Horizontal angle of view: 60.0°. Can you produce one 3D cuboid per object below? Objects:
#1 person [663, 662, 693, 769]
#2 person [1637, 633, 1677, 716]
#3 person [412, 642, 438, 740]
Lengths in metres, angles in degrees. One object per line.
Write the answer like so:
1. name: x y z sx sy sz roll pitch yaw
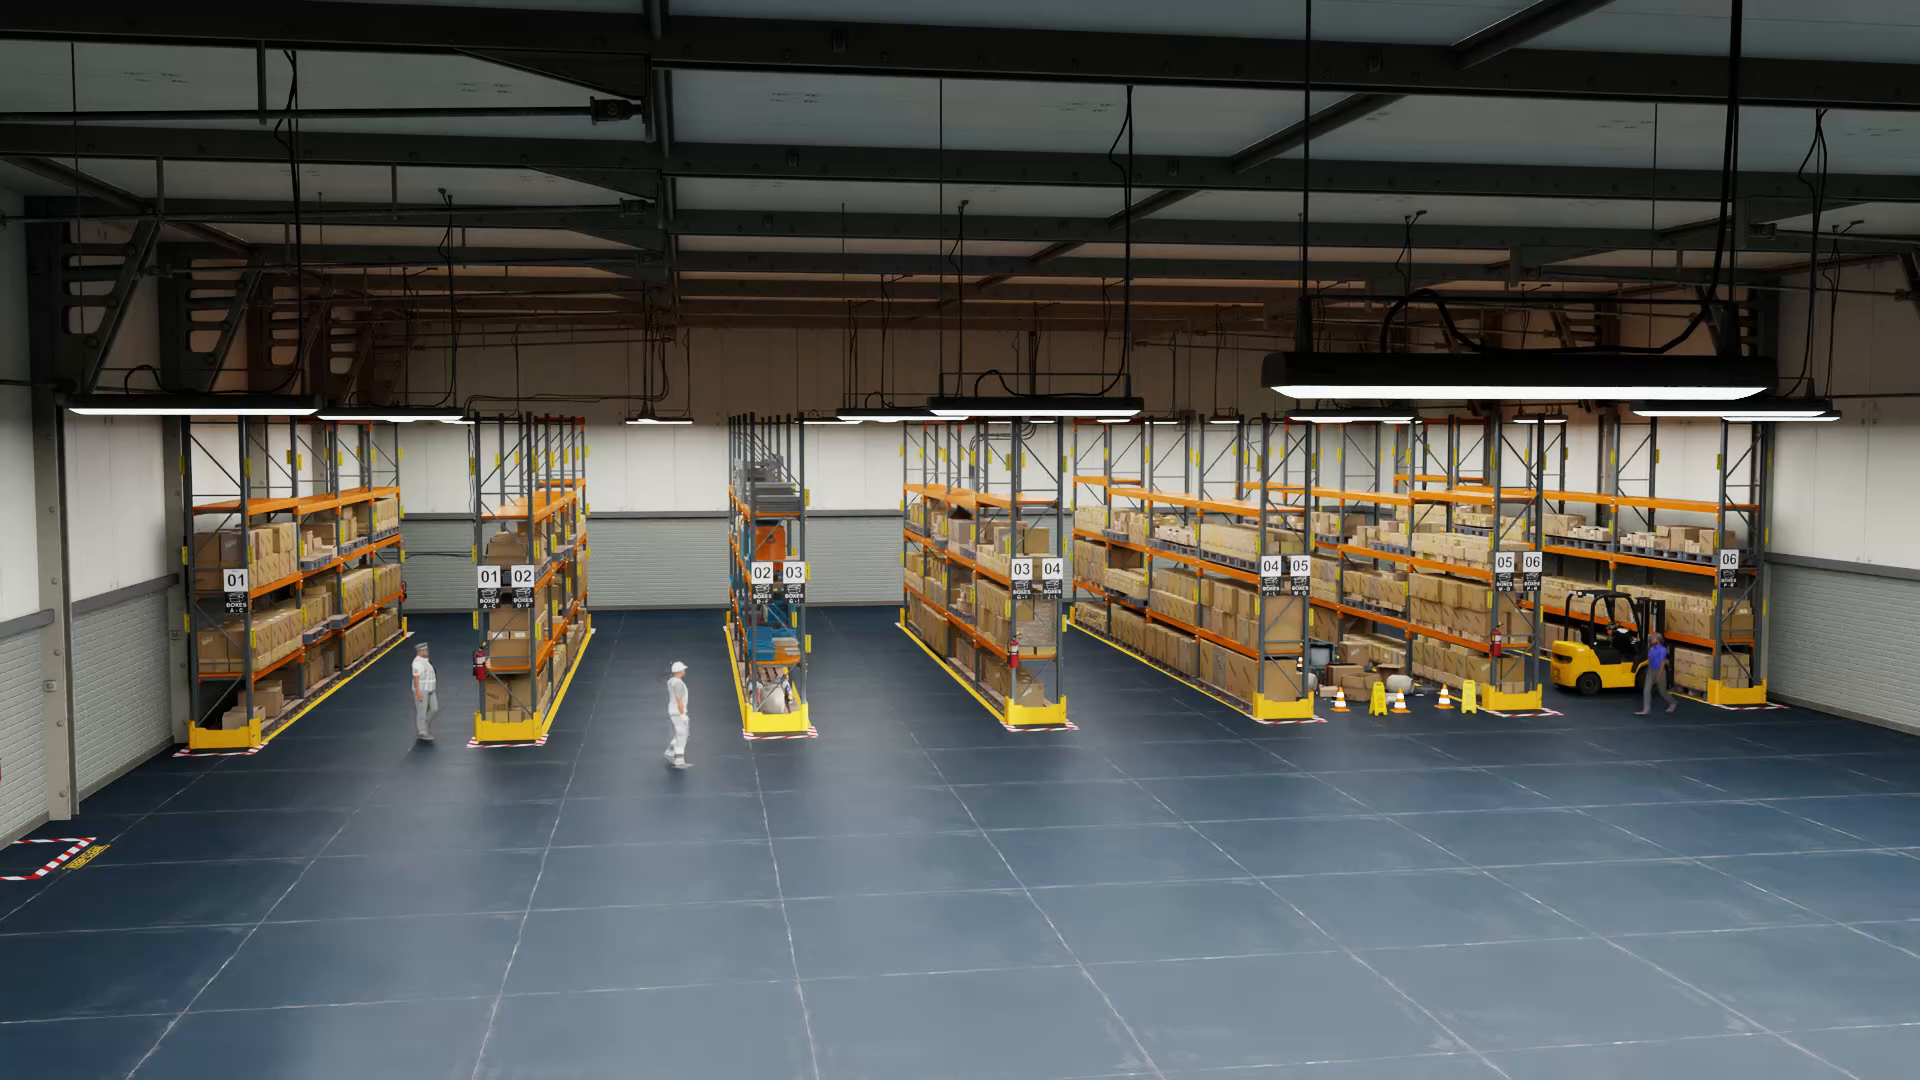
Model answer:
1. person: -4.748 2.936 27.952 0.494 1.789 0.624 -1 4 -11
2. person: 13.846 2.664 32.992 0.851 1.614 0.415 -2 4 -30
3. person: -9.856 2.775 30.589 0.499 1.795 0.601 1 4 12
